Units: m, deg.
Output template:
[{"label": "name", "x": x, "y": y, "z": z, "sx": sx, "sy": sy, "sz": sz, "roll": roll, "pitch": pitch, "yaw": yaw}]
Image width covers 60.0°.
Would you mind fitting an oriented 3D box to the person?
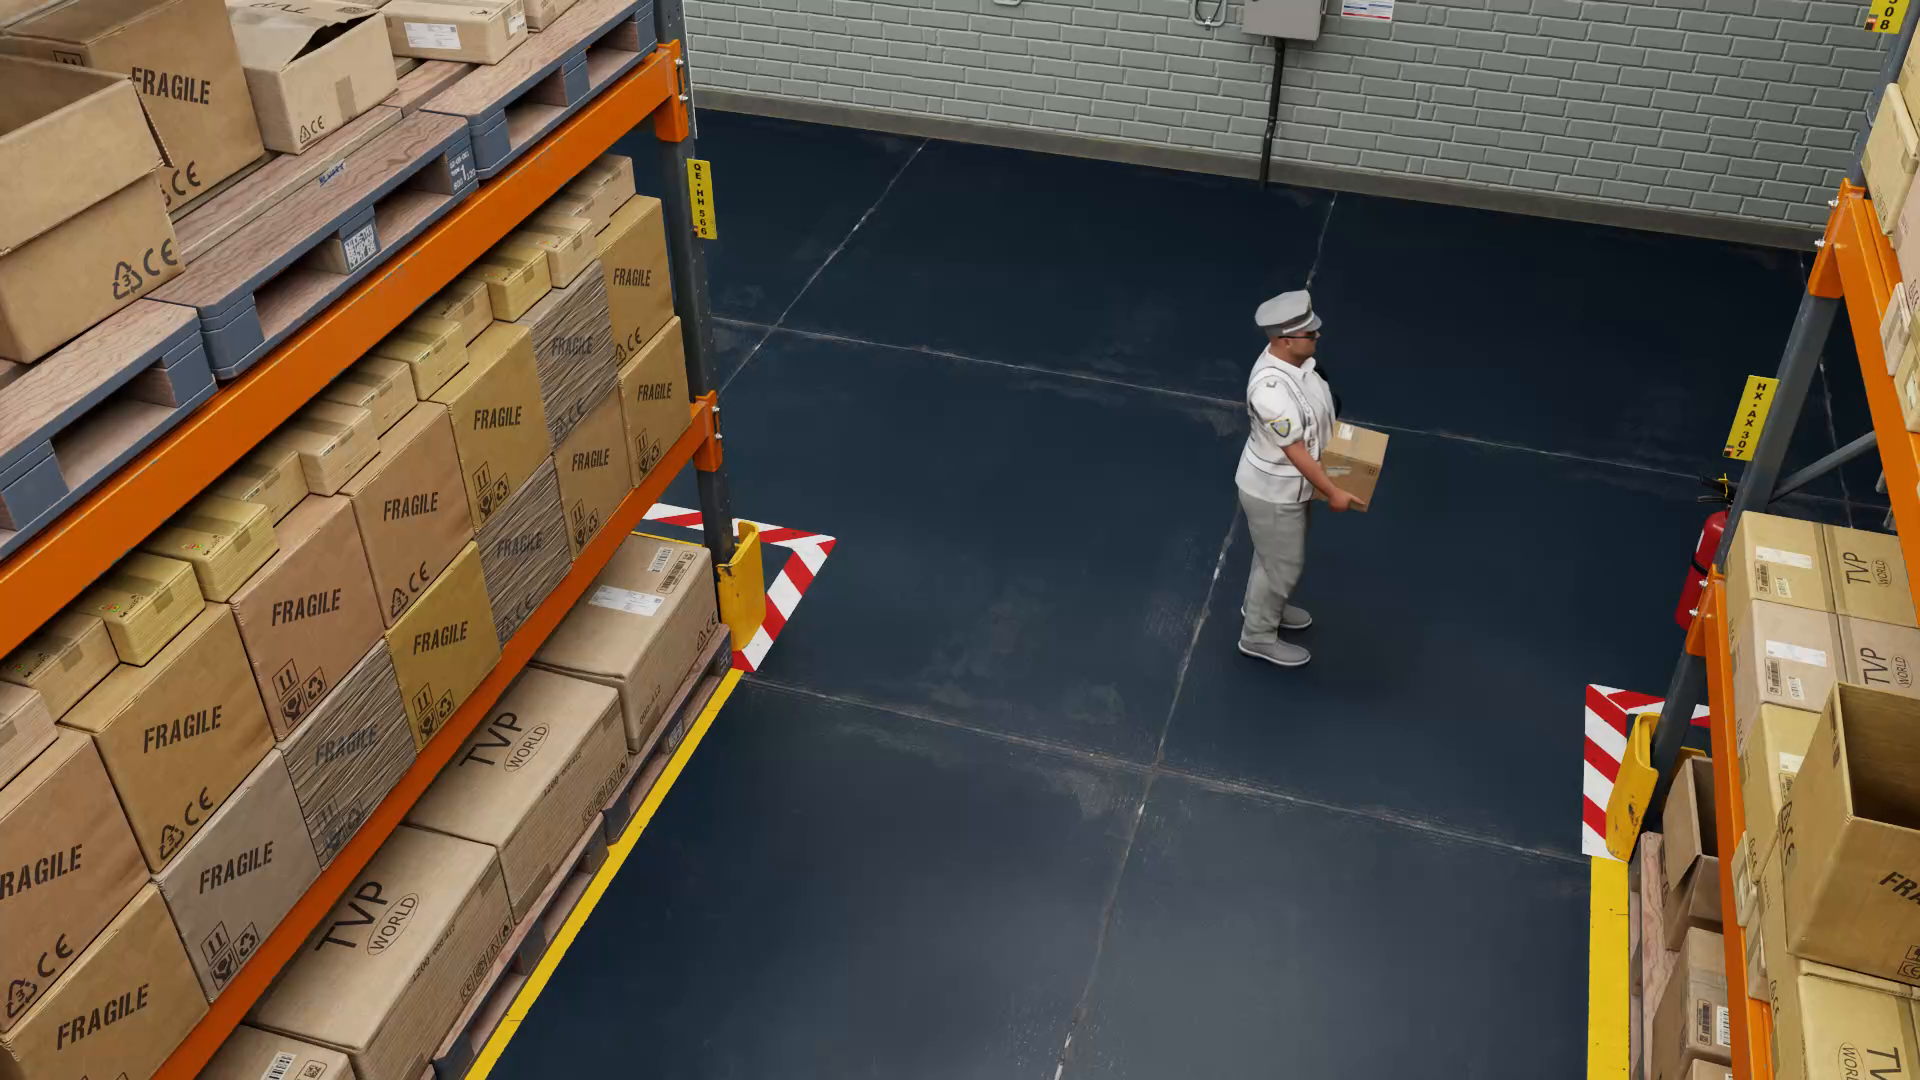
[{"label": "person", "x": 1.481, "y": -0.255, "z": 7.214, "sx": 0.567, "sy": 1.766, "sz": 0.494, "roll": 11, "pitch": 38, "yaw": 15}]
